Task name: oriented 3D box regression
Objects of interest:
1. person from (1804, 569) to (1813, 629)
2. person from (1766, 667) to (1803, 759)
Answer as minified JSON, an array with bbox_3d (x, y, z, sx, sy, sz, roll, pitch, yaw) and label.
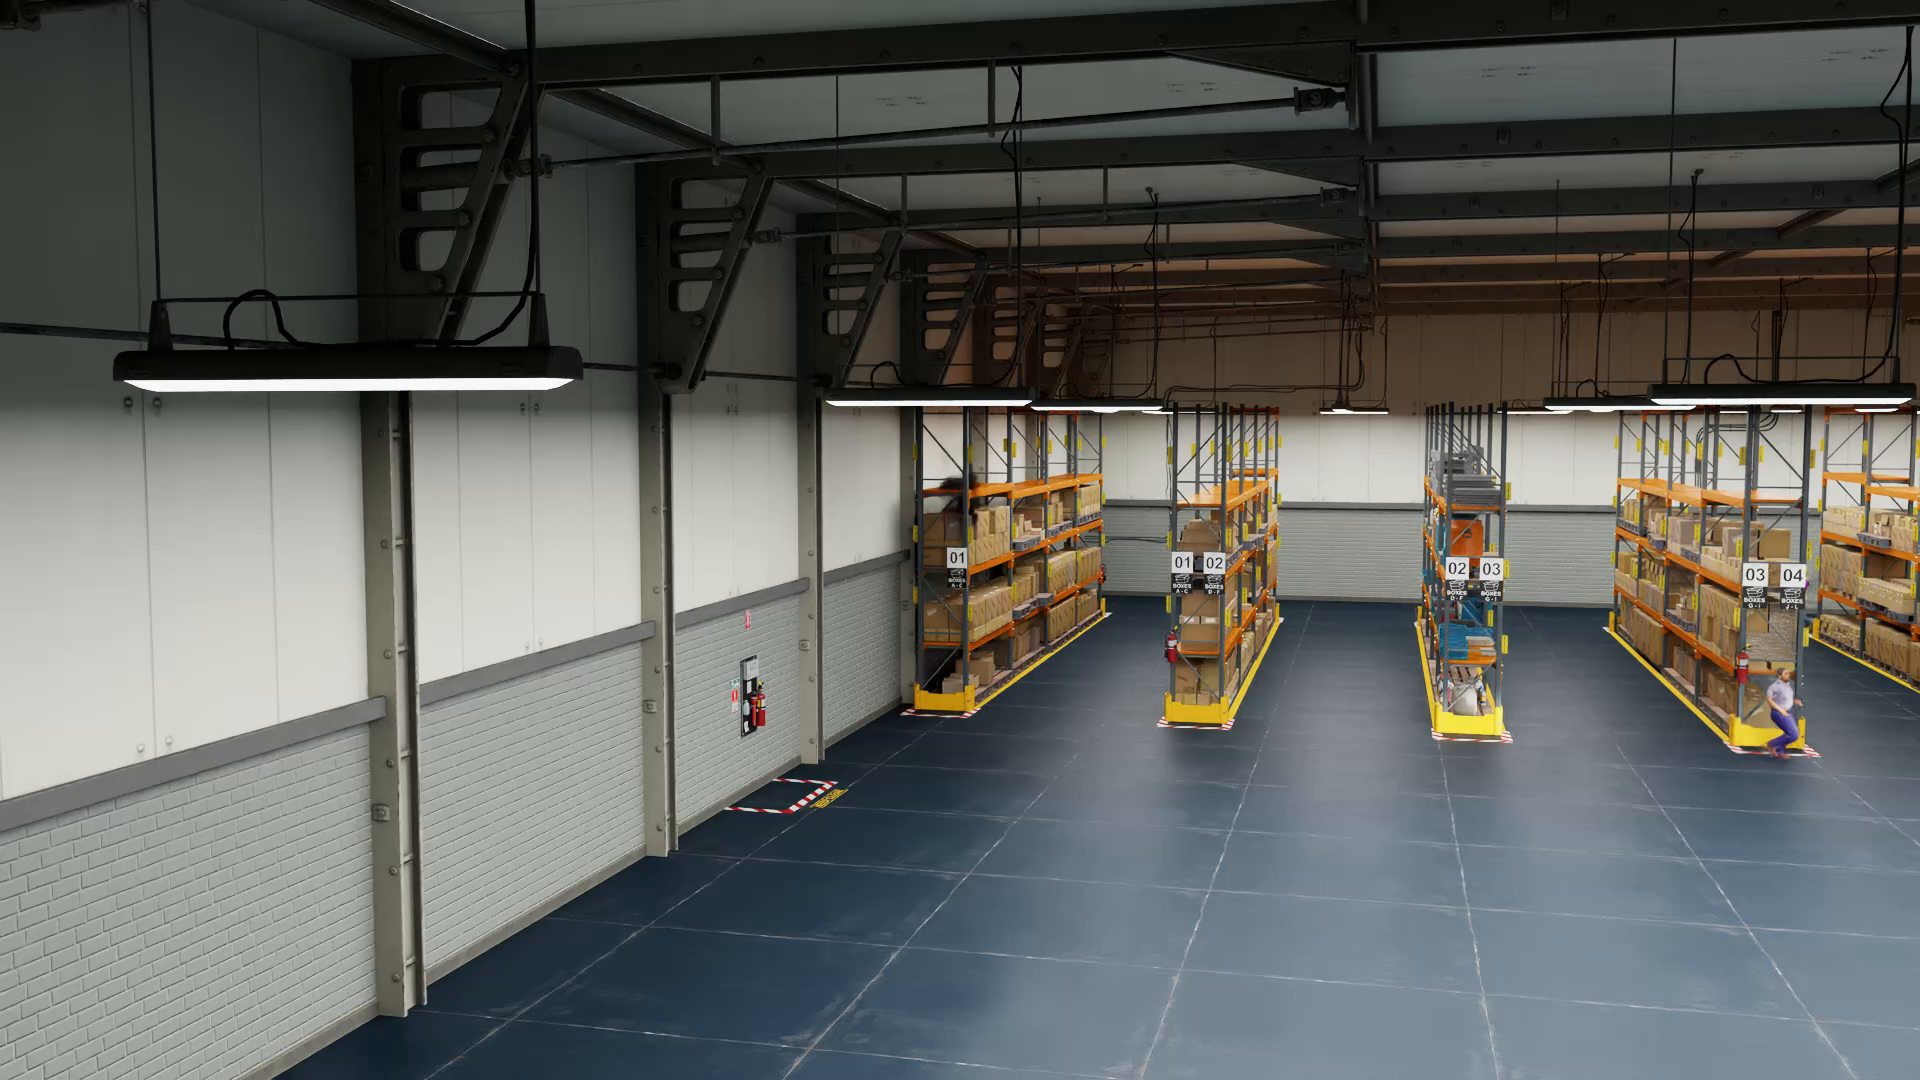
[{"bbox_3d":[22.372,1.574,44.410,0.946,1.709,0.731,1,4,19],"label":"person"},{"bbox_3d":[13.717,2.896,27.688,0.518,1.576,0.607,3,5,37],"label":"person"}]
